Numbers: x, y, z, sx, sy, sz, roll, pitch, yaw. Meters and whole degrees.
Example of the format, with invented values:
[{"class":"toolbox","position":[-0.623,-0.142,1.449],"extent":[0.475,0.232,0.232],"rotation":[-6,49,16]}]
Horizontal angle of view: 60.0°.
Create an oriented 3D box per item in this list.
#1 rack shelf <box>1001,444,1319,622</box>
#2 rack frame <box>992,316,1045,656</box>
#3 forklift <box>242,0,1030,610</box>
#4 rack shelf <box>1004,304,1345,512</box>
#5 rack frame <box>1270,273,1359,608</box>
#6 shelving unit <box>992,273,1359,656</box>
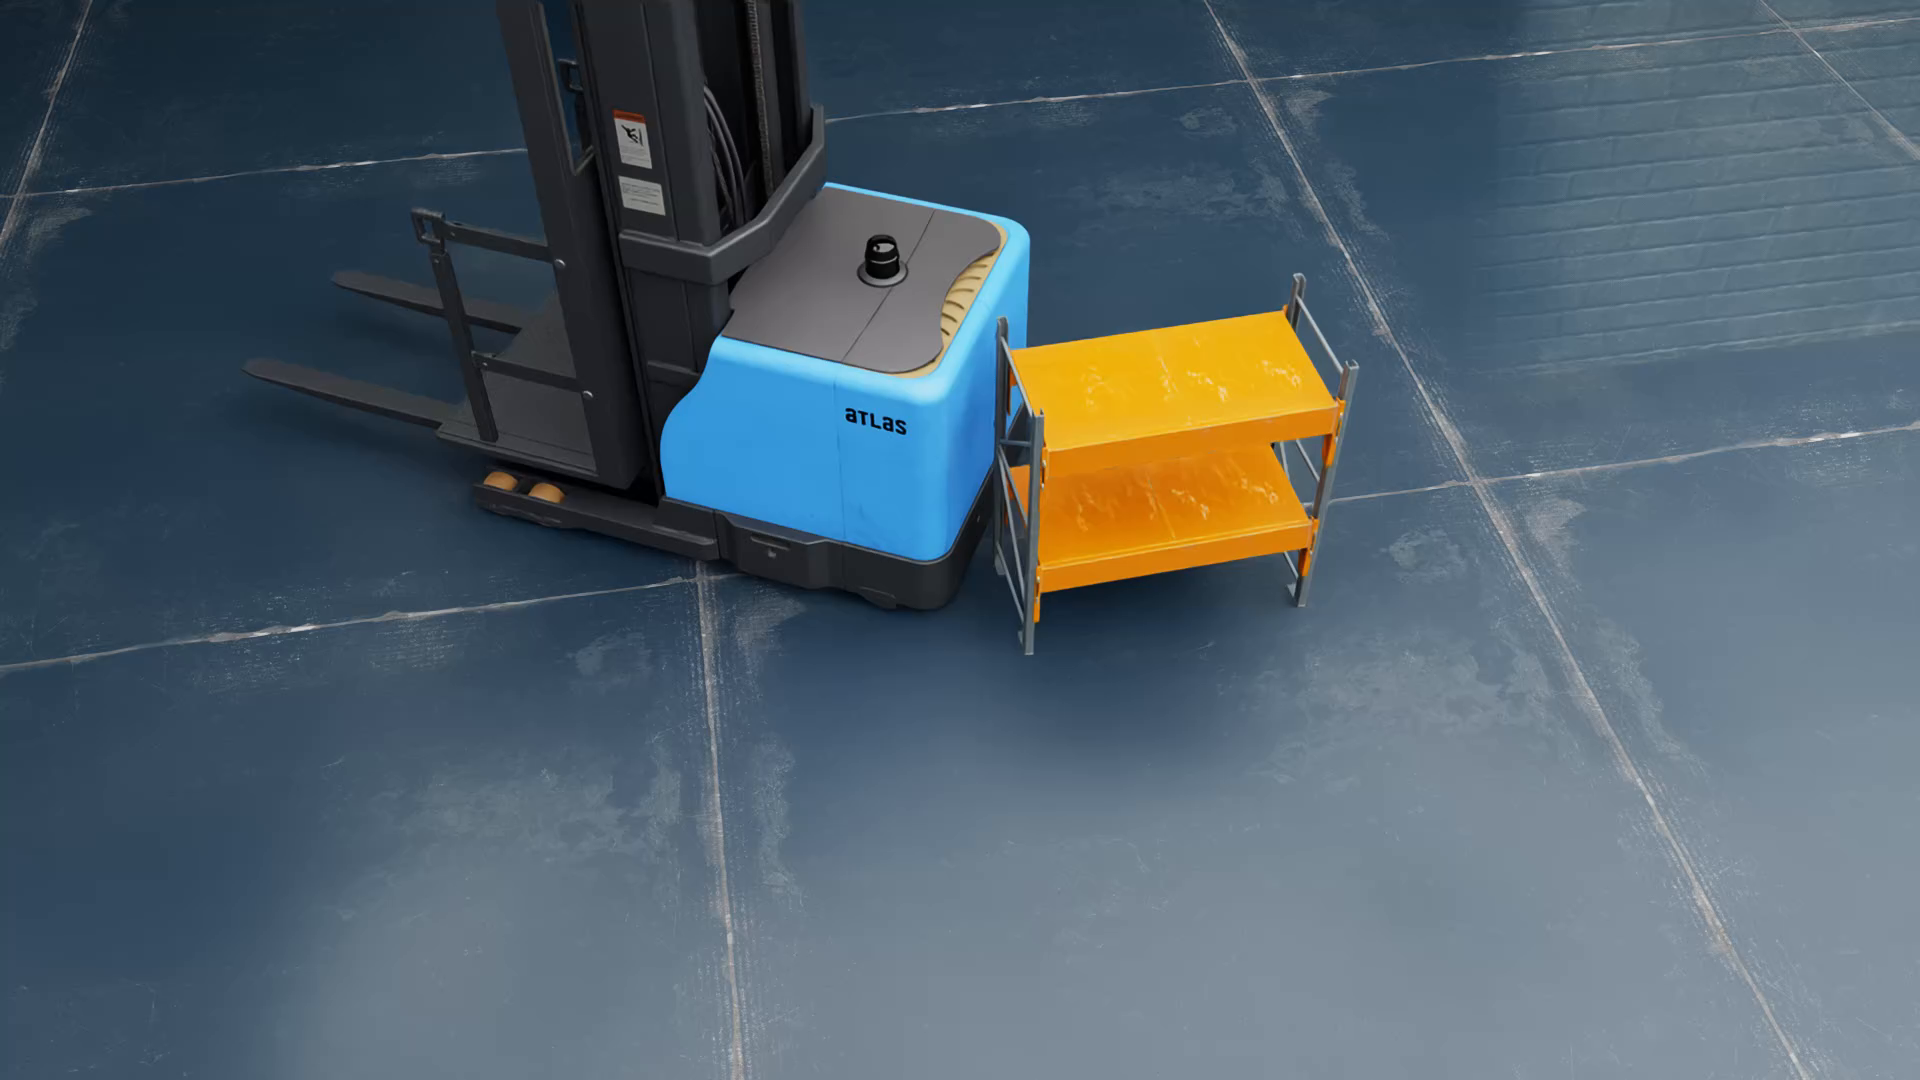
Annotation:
[{"class":"rack shelf","position":[0.684,-0.071,5.877],"extent":[1.000,0.278,0.538],"rotation":[-9,47,-9]},{"class":"rack frame","position":[0.189,-0.160,5.623],"extent":[0.032,1.125,0.500],"rotation":[-9,47,-9]},{"class":"forklift","position":[-1.314,-1.412,5.575],"extent":[3.031,2.935,1.130],"rotation":[14,48,13]},{"class":"rack shelf","position":[0.684,-0.444,5.490],"extent":[1.000,0.278,0.538],"rotation":[-9,47,-9]},{"class":"rack frame","position":[1.180,-0.322,5.779],"extent":[0.032,1.125,0.500],"rotation":[-9,47,-9]},{"class":"shelving unit","position":[0.684,-0.241,5.701],"extent":[1.048,1.125,0.538],"rotation":[-9,47,-9]}]
